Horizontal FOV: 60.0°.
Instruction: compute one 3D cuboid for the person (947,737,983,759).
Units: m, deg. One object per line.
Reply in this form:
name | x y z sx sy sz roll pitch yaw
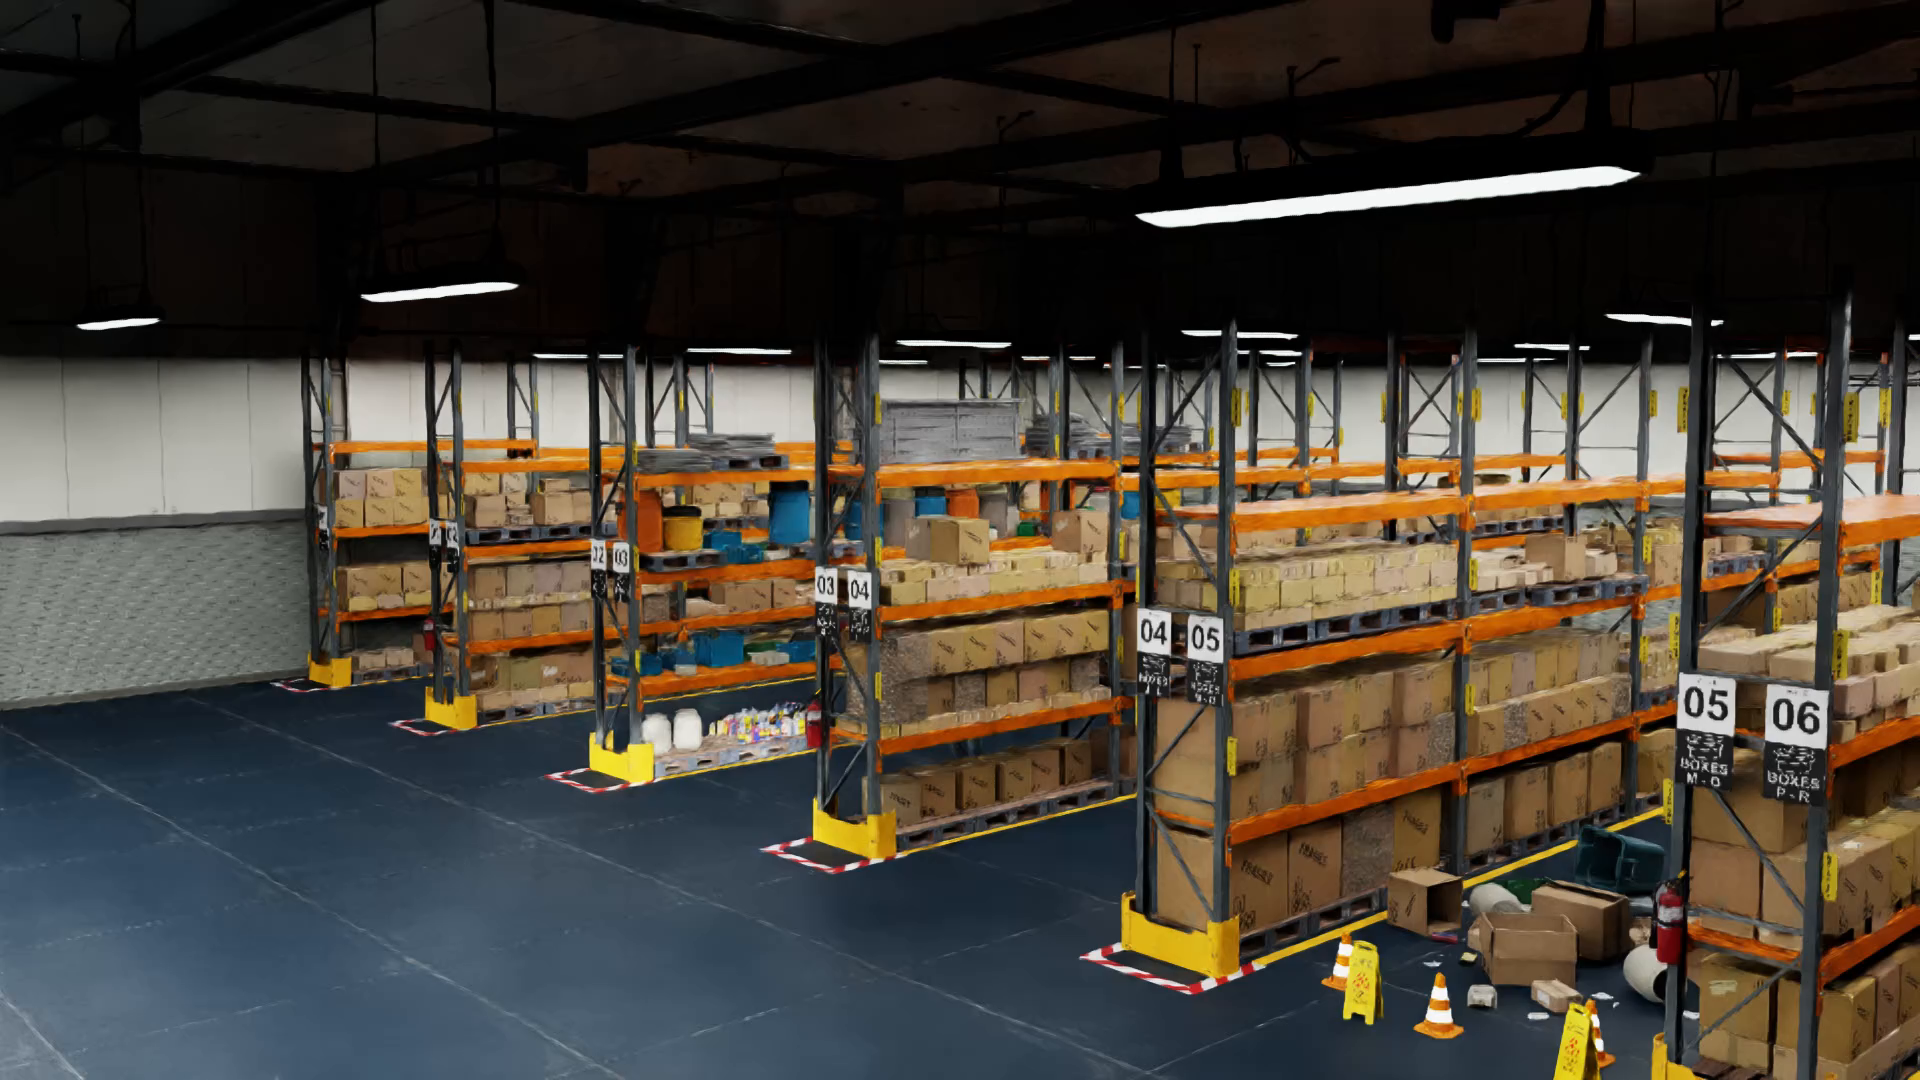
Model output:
person | 0.070 2.348 22.192 0.721 1.663 0.592 5 7 45
